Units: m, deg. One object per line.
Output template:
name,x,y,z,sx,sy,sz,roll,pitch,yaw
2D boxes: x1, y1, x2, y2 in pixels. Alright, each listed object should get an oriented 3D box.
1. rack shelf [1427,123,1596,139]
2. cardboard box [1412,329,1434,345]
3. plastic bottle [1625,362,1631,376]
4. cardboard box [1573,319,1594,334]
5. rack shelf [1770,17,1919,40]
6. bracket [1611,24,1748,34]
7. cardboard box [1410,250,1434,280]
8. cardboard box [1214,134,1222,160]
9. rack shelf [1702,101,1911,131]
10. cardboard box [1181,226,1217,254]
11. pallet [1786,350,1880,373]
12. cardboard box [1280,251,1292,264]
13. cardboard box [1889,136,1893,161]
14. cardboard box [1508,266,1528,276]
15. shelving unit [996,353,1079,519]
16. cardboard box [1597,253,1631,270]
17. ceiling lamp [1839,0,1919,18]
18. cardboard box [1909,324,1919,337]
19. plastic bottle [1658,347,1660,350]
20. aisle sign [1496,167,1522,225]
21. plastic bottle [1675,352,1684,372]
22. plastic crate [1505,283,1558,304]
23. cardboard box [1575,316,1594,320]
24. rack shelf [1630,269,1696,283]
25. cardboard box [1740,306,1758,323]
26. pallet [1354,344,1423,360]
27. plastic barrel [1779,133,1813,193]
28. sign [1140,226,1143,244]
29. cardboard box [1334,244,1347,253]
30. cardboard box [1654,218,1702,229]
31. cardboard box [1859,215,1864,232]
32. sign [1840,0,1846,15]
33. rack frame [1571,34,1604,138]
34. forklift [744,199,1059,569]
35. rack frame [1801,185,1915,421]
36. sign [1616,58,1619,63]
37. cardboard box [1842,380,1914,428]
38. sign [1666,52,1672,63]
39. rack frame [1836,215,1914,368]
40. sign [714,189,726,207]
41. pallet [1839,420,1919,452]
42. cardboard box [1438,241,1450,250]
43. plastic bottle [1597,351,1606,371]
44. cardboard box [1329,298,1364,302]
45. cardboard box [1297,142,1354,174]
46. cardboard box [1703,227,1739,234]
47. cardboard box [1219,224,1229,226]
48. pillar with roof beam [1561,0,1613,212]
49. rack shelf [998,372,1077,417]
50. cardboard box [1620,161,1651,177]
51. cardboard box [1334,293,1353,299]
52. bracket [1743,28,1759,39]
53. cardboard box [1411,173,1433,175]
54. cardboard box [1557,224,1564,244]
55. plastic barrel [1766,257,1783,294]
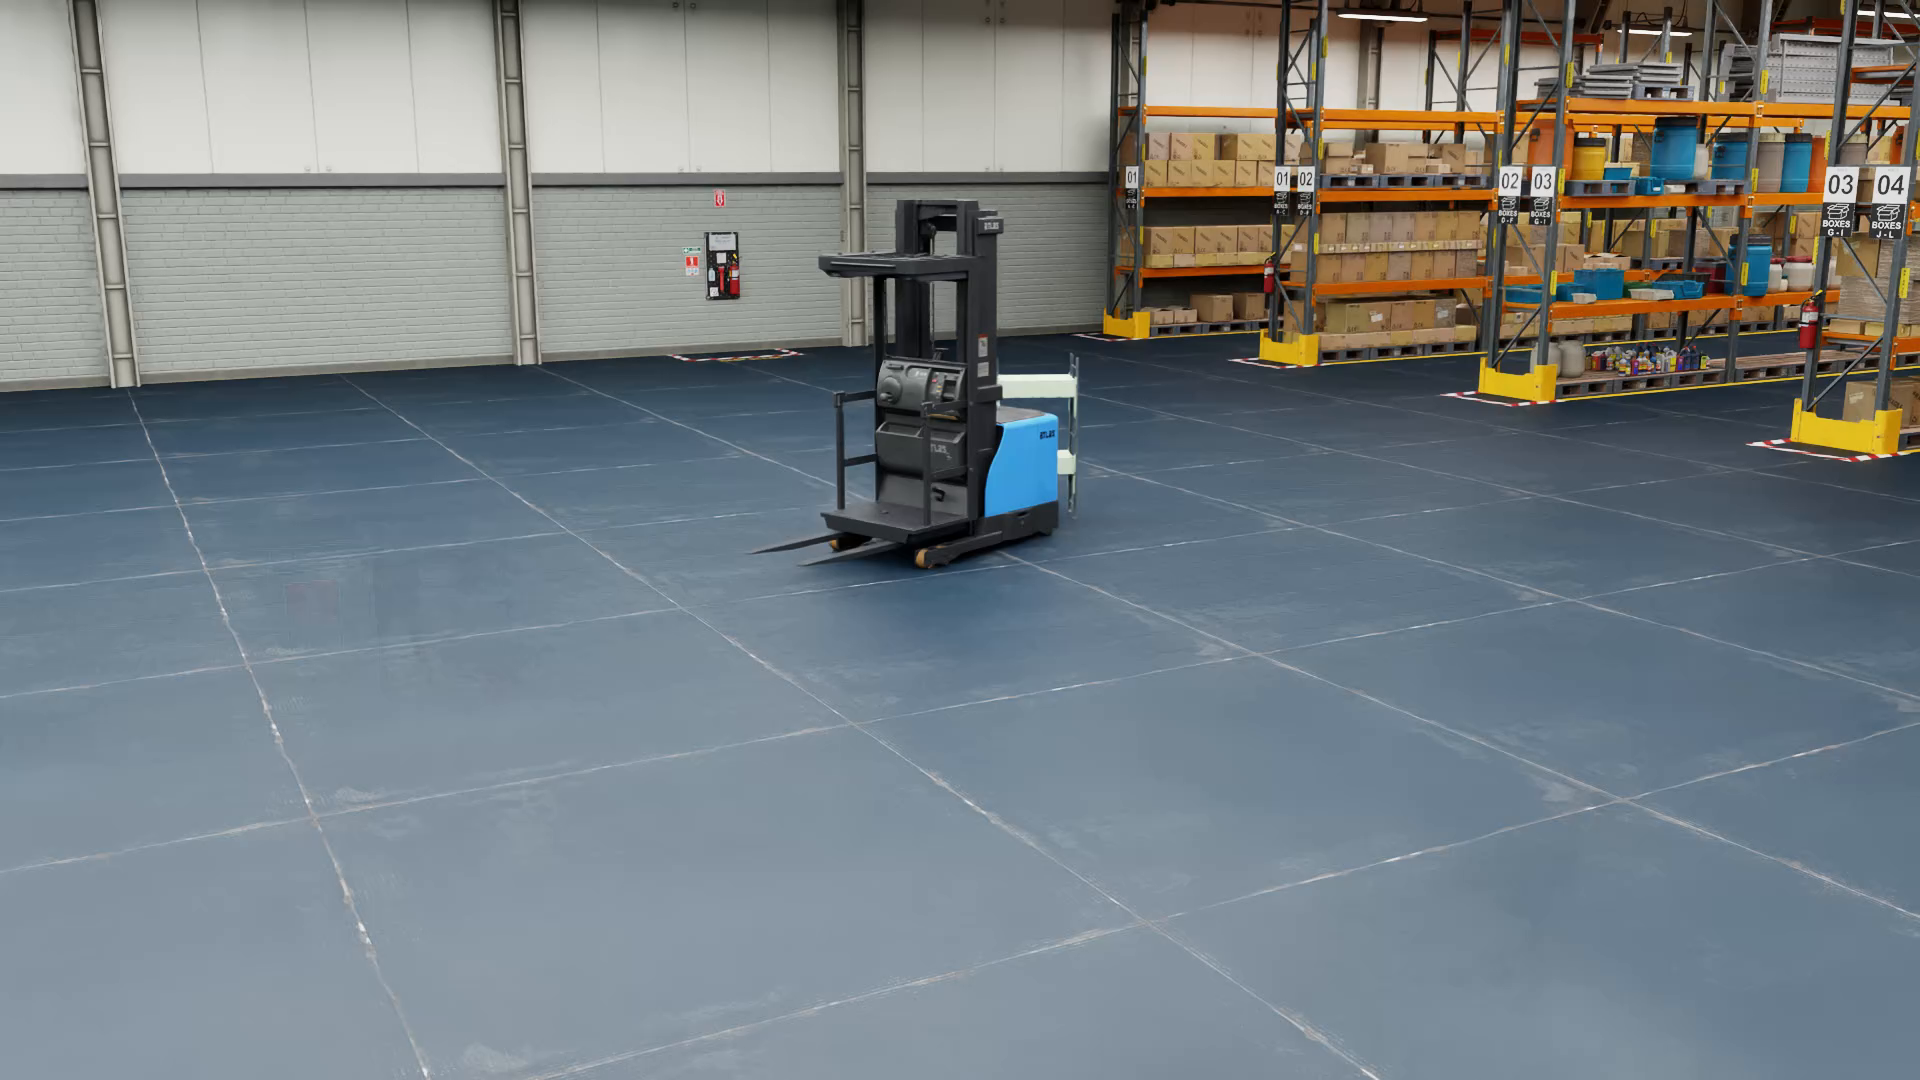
rack shelf,11.926,-8.847,35.973,4.000,0.370,1.077,-7,14,-28
cardboard box,7.859,-3.547,28.844,0.500,0.250,0.500,-7,14,-28
plastic bottle,9.727,-2.496,24.239,0.097,0.201,0.097,0,13,0
cardboard box,11.309,-3.955,30.658,0.500,0.250,0.500,-6,14,-27
rack shelf,17.814,-10.130,33.194,4.000,0.370,1.077,-7,14,-28
bracket,16.678,-11.846,38.552,4.783,0.066,0.076,-7,14,-28
cardboard box,7.748,-4.773,28.757,0.500,0.500,0.700,-7,14,-27
cardboard box,4.764,-7.678,32.512,0.500,0.500,0.500,-7,14,-28
rack shelf,13.162,-6.517,25.620,4.000,0.370,1.077,-7,14,-28
cardboard box,4.607,-5.812,32.191,0.500,0.500,0.500,-7,15,-30
pallet,14.219,-2.912,27.068,1.213,0.211,1.003,-7,14,-28
cardboard box,6.389,-5.663,33.237,0.500,0.250,0.500,-7,14,-28
cardboard box,19.126,-8.086,34.369,0.500,0.500,0.700,-7,14,-28
cardboard box,9.912,-4.812,29.731,0.250,0.149,0.380,-7,14,-28
shelving unit,0.692,-0.965,15.480,0.755,1.500,0.431,-1,13,-4
cardboard box,12.207,-5.228,31.211,0.500,0.311,0.500,-6,14,-24
ceiling lamp,16.618,-10.888,29.198,2.000,3.185,0.800,-7,14,-28
cardboard box,10.862,-2.434,19.166,0.250,0.149,0.380,-7,14,-28
plastic bottle,10.646,-2.823,25.523,0.135,0.276,0.152,-6,14,-26
aisle sign,7.690,-4.823,23.286,0.004,0.787,0.394,-7,14,-28
plastic bottle,10.688,-2.646,24.721,0.133,0.283,0.061,-6,14,-24
plastic crate,8.192,-3.543,23.857,0.616,0.251,0.499,-7,14,-28
cardboard box,11.308,-4.227,30.590,0.500,0.311,0.500,-7,14,-28
rack shelf,14.303,-5.161,32.348,4.000,0.370,1.077,-7,14,-28
cardboard box,15.325,-4.560,32.730,0.500,0.500,0.500,-7,14,-28
pallet,7.246,-3.315,28.860,1.213,0.211,1.003,-7,14,-28
plastic barrel,12.897,-5.866,25.871,0.708,0.901,0.600,-7,14,-28
sign,3.409,-5.732,31.275,0.005,0.325,0.100,-7,14,-28
cardboard box,6.204,-4.853,27.637,0.250,0.149,0.380,-7,15,-29
cardboard box,16.750,-7.188,39.034,0.700,0.700,0.980,-6,14,-25
cardboard box,17.964,-6.417,33.786,0.500,0.500,0.500,-6,14,-26
sign,10.021,-6.119,18.816,0.005,0.325,0.100,-7,14,-28
rack frame,13.682,-9.603,36.785,0.127,3.000,1.000,-7,14,-28
forklift,-0.465,-1.316,13.781,1.130,2.935,3.031,11,17,40
rack frame,10.269,-2.550,19.109,0.127,3.000,1.000,-7,14,-28
sign,12.279,-8.826,31.024,0.005,0.325,0.100,-7,14,-28
cardboard box,10.825,-1.598,19.615,0.500,0.500,0.500,-4,13,-17
sign,12.817,-8.655,30.082,0.005,0.325,0.100,-7,14,-28
rack frame,14.918,-4.346,27.090,0.127,3.000,1.000,-7,14,-28
sign,-4.160,-5.920,28.802,0.199,0.298,0.001,-7,14,-28
pallet,11.066,-1.277,19.801,1.213,0.211,1.003,-7,14,-28
cardboard box,8.224,-5.094,28.709,0.250,0.149,0.380,-7,14,-28
plastic bottle,9.584,-2.673,24.838,0.133,0.283,0.061,-7,14,-28
cardboard box,6.725,-3.911,28.753,0.500,0.500,0.500,-7,14,-28
cardboard box,6.032,-6.306,27.457,0.637,0.503,0.797,-6,14,-24
cardboard box,14.962,-5.885,32.741,0.500,0.500,0.700,-4,13,-19
cardboard box,5.251,-6.023,33.128,0.500,0.500,0.500,-6,14,-26
pillar with roof beam,15.944,-9.014,34.167,0.548,9.000,9.100,-7,14,-28
rack shelf,0.692,-1.346,15.395,0.720,0.370,0.431,-1,13,-4
cardboard box,12.914,-6.866,31.226,0.500,0.500,0.910,-7,14,-28
cardboard box,7.727,-4.975,34.573,0.500,0.500,0.700,-7,15,-29
bracket,18.954,-12.119,39.764,0.430,0.232,0.235,-7,14,-28
cardboard box,9.668,-7.558,34.684,0.500,0.311,0.500,-7,14,-28
cardboard box,12.954,-6.727,36.719,0.500,0.500,0.500,-7,14,-27
plastic barrel,12.352,-4.050,25.465,0.433,0.535,0.433,0,13,0
